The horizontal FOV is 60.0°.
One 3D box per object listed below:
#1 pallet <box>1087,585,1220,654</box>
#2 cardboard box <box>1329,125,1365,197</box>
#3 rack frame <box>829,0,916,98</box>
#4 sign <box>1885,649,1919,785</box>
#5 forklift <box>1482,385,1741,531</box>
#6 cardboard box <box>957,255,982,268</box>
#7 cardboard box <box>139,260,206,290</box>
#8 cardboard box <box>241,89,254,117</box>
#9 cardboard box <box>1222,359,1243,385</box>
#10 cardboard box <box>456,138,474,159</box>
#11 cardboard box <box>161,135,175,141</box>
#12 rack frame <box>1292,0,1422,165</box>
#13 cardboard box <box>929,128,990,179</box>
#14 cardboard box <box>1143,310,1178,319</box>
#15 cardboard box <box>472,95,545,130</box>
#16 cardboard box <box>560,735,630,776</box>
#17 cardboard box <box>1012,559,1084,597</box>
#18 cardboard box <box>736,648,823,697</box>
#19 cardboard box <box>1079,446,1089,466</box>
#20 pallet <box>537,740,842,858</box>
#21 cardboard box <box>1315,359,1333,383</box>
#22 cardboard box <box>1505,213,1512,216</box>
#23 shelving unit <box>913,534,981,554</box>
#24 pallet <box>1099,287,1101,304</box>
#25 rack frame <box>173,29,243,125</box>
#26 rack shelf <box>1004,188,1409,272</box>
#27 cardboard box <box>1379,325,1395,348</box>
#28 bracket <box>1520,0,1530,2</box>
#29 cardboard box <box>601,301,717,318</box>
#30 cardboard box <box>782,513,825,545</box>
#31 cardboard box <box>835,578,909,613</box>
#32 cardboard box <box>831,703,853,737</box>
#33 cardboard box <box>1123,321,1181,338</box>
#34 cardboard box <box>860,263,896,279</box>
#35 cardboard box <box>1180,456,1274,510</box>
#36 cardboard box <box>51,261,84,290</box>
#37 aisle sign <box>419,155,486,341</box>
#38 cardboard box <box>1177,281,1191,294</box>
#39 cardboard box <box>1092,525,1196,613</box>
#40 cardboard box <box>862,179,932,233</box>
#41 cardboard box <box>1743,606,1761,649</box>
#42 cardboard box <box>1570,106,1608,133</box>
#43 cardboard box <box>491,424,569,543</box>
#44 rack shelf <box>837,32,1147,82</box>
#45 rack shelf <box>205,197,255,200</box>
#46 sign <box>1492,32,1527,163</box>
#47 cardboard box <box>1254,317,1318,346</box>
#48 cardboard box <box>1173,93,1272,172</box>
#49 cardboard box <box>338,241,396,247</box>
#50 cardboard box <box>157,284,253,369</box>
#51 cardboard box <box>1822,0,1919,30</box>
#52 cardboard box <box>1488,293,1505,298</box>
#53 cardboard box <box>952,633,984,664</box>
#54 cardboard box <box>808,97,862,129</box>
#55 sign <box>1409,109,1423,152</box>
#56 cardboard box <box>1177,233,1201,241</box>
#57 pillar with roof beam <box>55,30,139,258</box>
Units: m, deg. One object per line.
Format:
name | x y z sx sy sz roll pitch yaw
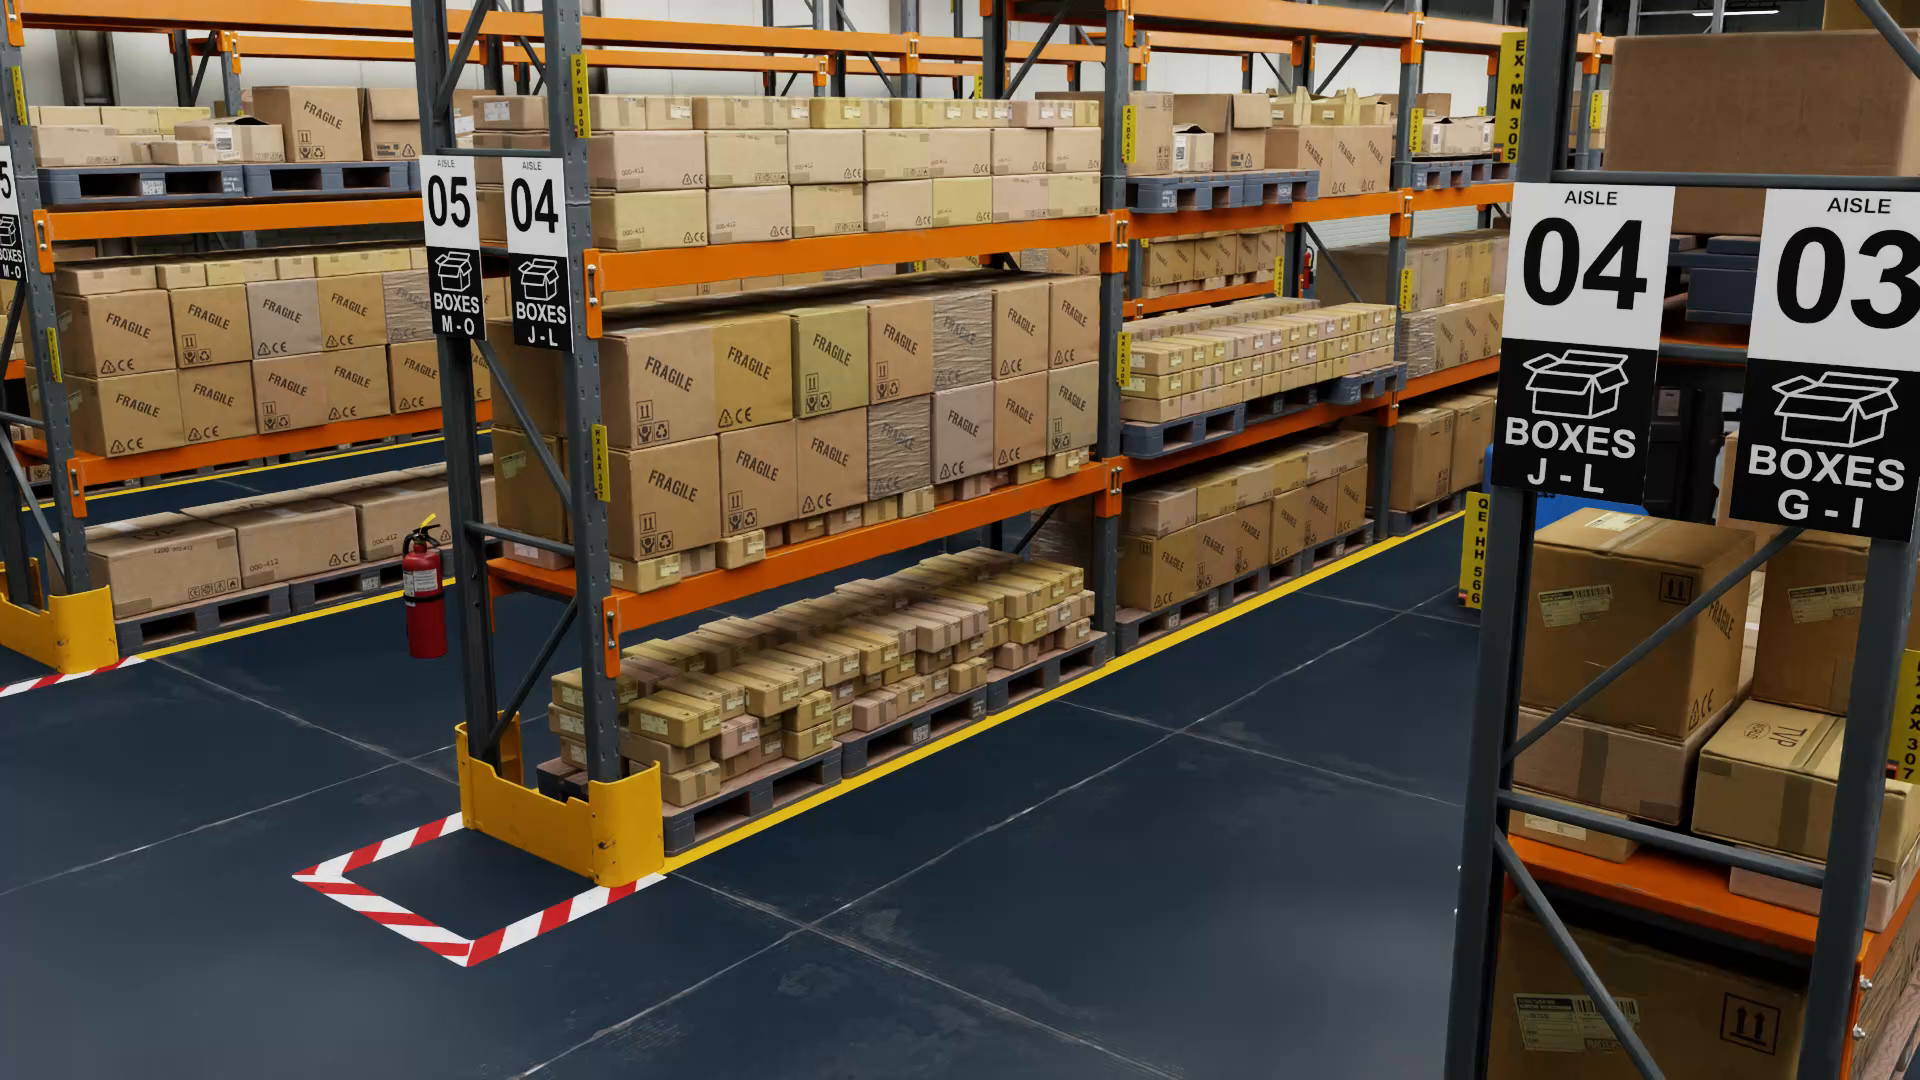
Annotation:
pallet | 1.051 0.444 11.447 1.003 0.211 1.213 11 18 38
cardboard box | 2.612 -2.780 12.179 0.500 0.500 0.500 11 18 38
rack frame | -0.837 -5.179 15.732 1.000 3.000 0.127 11 18 38
sign | 2.271 0.424 3.944 0.100 0.325 0.005 11 18 38
forklift | 5.222 -0.922 11.299 3.031 2.935 1.130 2 14 8
cardboard box | -0.052 -2.818 16.965 0.500 0.500 0.500 12 19 40
cardboard box | -5.064 -1.705 10.690 0.380 0.149 0.250 12 19 39
cardboard box | -6.753 -4.205 16.000 0.396 0.266 0.258 11 18 37
cardboard box | 1.655 -1.138 11.063 0.380 0.149 0.250 10 18 35
cardboard box | -3.669 -2.867 12.177 0.380 0.149 0.250 12 18 39
cardboard box | -7.322 -3.667 15.572 0.500 0.250 0.500 11 18 38
rack frame | 3.077 -4.432 12.793 1.000 3.000 0.127 11 18 38
cardboard box | -0.189 -2.056 8.820 0.500 0.250 0.500 12 19 40
cardboard box | 2.384 -2.672 19.939 0.380 0.149 0.250 12 18 38
cardboard box | -1.971 -1.918 7.469 0.380 0.149 0.250 11 18 37
cardboard box | -1.782 1.053 8.324 0.380 0.149 0.250 12 18 38
cardboard box | 0.542 0.240 10.315 0.380 0.149 0.250 12 18 39
cardboard box | -0.928 0.690 8.545 0.380 0.149 0.250 10 17 35
cardboard box | 0.566 -0.546 10.189 0.380 0.149 0.250 11 18 37
pallet | -1.365 1.195 8.492 1.003 0.211 1.213 11 18 38
cardboard box | 2.478 -1.245 12.089 0.380 0.149 0.250 10 18 35
cardboard box | 6.105 -3.075 17.138 0.875 0.550 0.550 11 18 38
shelving unit | -0.104 -0.986 13.240 0.431 2.100 0.503 11 18 38
pallet | 1.084 -2.820 19.022 1.003 0.211 1.213 11 18 38
rack frame | -7.214 -5.180 15.737 1.000 3.000 0.127 11 18 38
rack shelf | 1.820 -2.246 11.743 1.077 0.370 4.000 11 18 38
cardboard box | 3.121 -1.585 12.824 0.380 0.149 0.250 12 18 39
bracket | 14.289 -13.691 41.928 0.235 0.232 0.430 11 18 38
cardboard box | -1.538 -0.893 8.207 0.500 0.500 0.500 11 18 36
cardboard box | -0.908 -0.099 8.432 0.380 0.149 0.250 11 18 37
cardboard box | -0.524 0.355 9.864 0.380 0.149 0.250 12 18 39
cardboard box | -0.789 0.928 8.815 0.380 0.149 0.250 11 18 38
cardboard box | 1.318 -1.433 11.621 0.380 0.149 0.250 11 18 36
cardboard box | -0.958 -2.665 15.786 0.500 0.500 0.500 11 18 36
cardboard box | 1.890 -0.414 11.860 0.500 0.250 0.500 12 19 40
cardboard box | -5.795 -1.686 10.617 0.380 0.149 0.250 12 18 38
aisle sign | -2.230 -1.285 7.308 0.394 0.787 0.004 11 18 38
cardboard box | 2.569 -3.080 20.165 0.380 0.149 0.250 12 19 39
cardboard box | 1.234 0.149 11.167 0.500 0.500 0.500 12 19 40
cardboard box | -0.489 -1.718 8.505 0.500 0.250 0.500 11 18 37
cardboard box | 2.580 0.395 5.678 0.500 0.250 0.500 11 18 36
cardboard box | 6.116 -4.118 16.293 0.500 0.250 0.500 11 18 38
cardboard box | -1.869 -0.311 7.947 0.500 0.500 0.500 12 18 39
rack shelf | 0.420 -5.019 17.377 1.077 0.370 4.000 11 18 38
rack shelf | -5.957 -3.761 17.703 1.077 0.370 4.000 11 18 38
sign | 1.430 -1.137 4.275 0.100 0.325 0.005 11 18 38
cardboard box | 2.311 -1.482 11.815 0.380 0.149 0.250 12 19 40
cardboard box | 1.636 -2.741 11.167 0.797 0.503 0.637 11 18 37
cardboard box | -4.421 -2.141 12.406 0.380 0.149 0.250 11 18 36
cardboard box | -5.022 -1.420 10.886 0.500 0.500 0.500 11 18 36
cardboard box | 3.121 -1.708 5.381 0.500 0.250 0.500 11 18 36
cardboard box | 4.836 -2.004 15.216 0.500 0.500 0.500 11 18 38
cardboard box | -0.082 0.578 9.590 0.380 0.149 0.250 12 18 39
cardboard box | -0.696 -2.070 8.068 0.380 0.149 0.250 12 19 39
sign | 3.498 -3.144 12.766 0.100 0.325 0.005 11 18 38
cardboard box | 2.461 -3.859 19.885 0.700 0.500 0.500 11 18 38
pillar with roof beam | -5.004 -4.520 13.139 9.100 9.000 0.400 11 18 38
